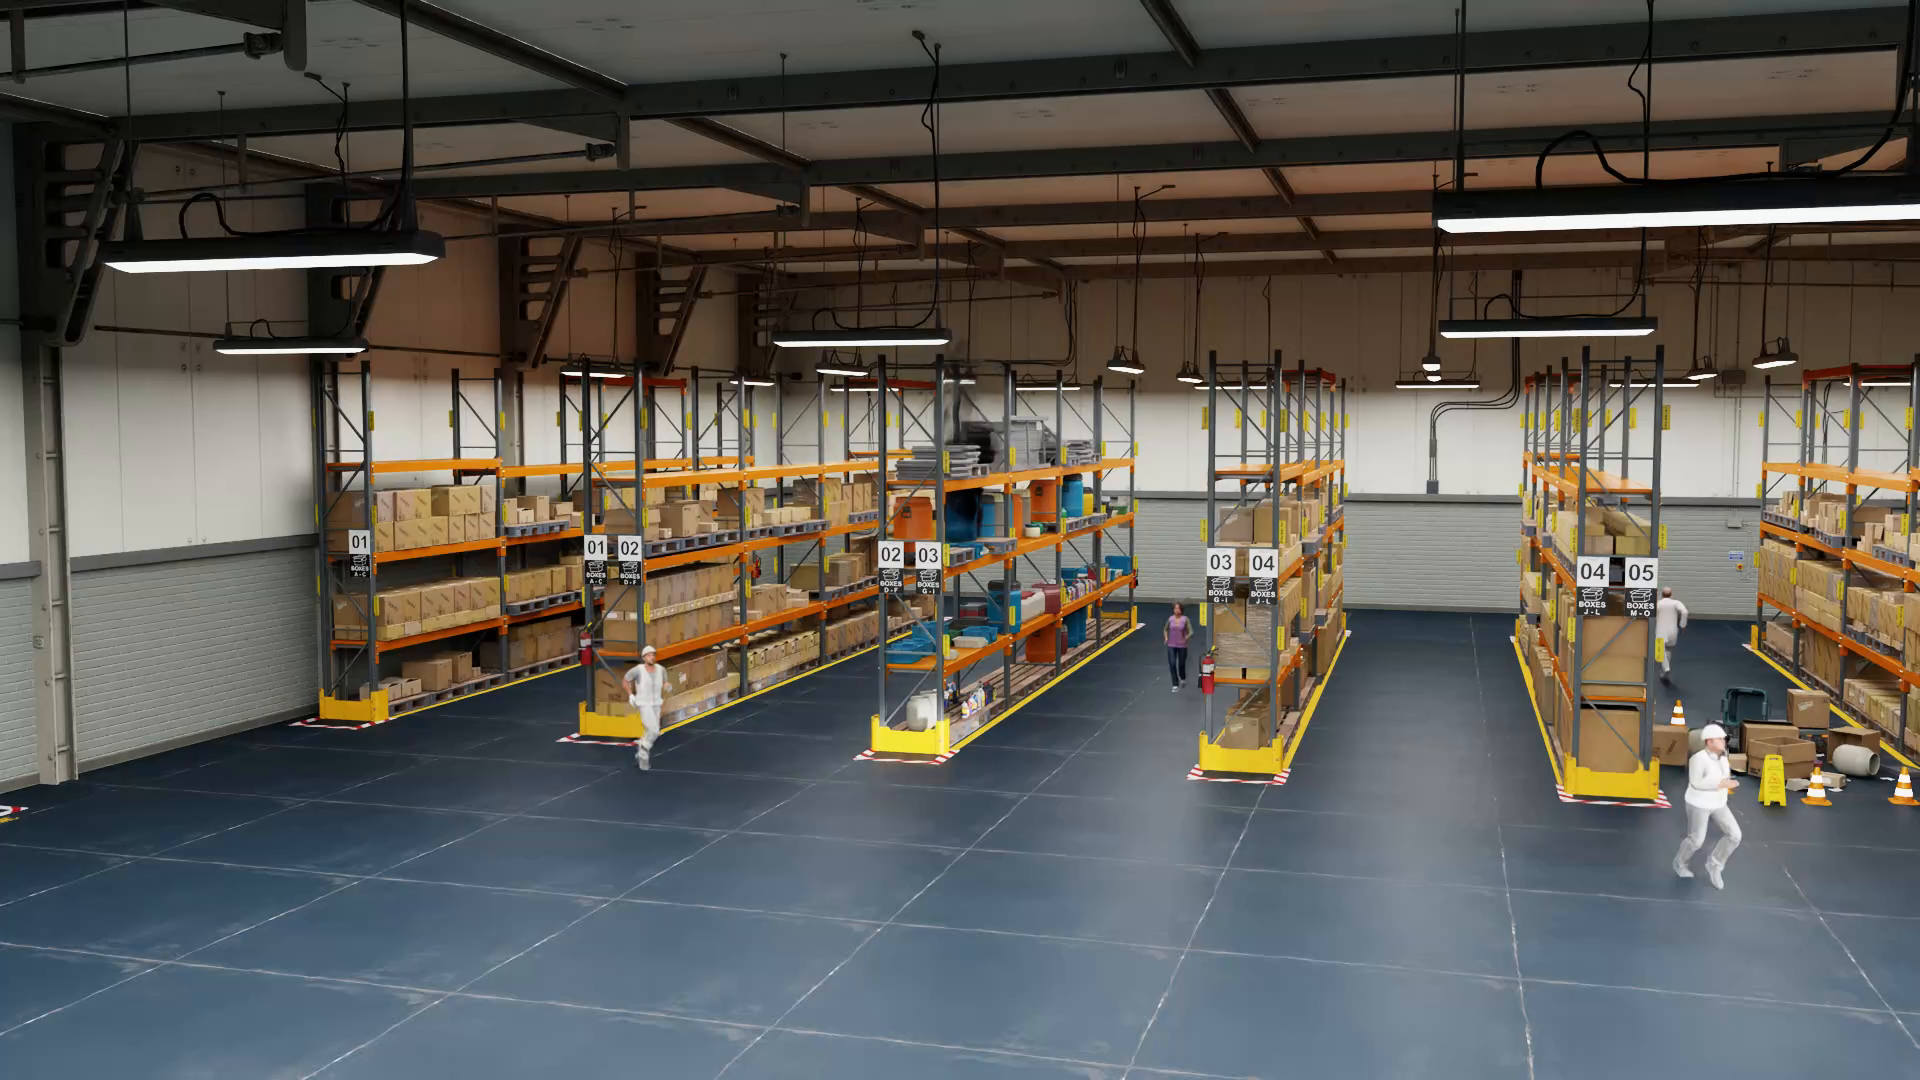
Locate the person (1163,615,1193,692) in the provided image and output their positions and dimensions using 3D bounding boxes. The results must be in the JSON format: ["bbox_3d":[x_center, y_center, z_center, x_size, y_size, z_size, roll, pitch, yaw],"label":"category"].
[{"bbox_3d":[3.796,1.974,29.062,0.539,1.323,0.566,1,4,18],"label":"person"}]

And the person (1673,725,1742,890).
[{"bbox_3d":[8.024,2.846,17.847,0.681,1.774,0.814,-2,5,-27],"label":"person"}]

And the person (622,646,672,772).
[{"bbox_3d":[-4.432,2.418,23.883,0.706,1.803,0.603,4,6,45],"label":"person"}]

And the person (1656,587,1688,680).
[{"bbox_3d":[13.586,1.795,32.002,0.690,1.788,1.046,1,4,11],"label":"person"}]
